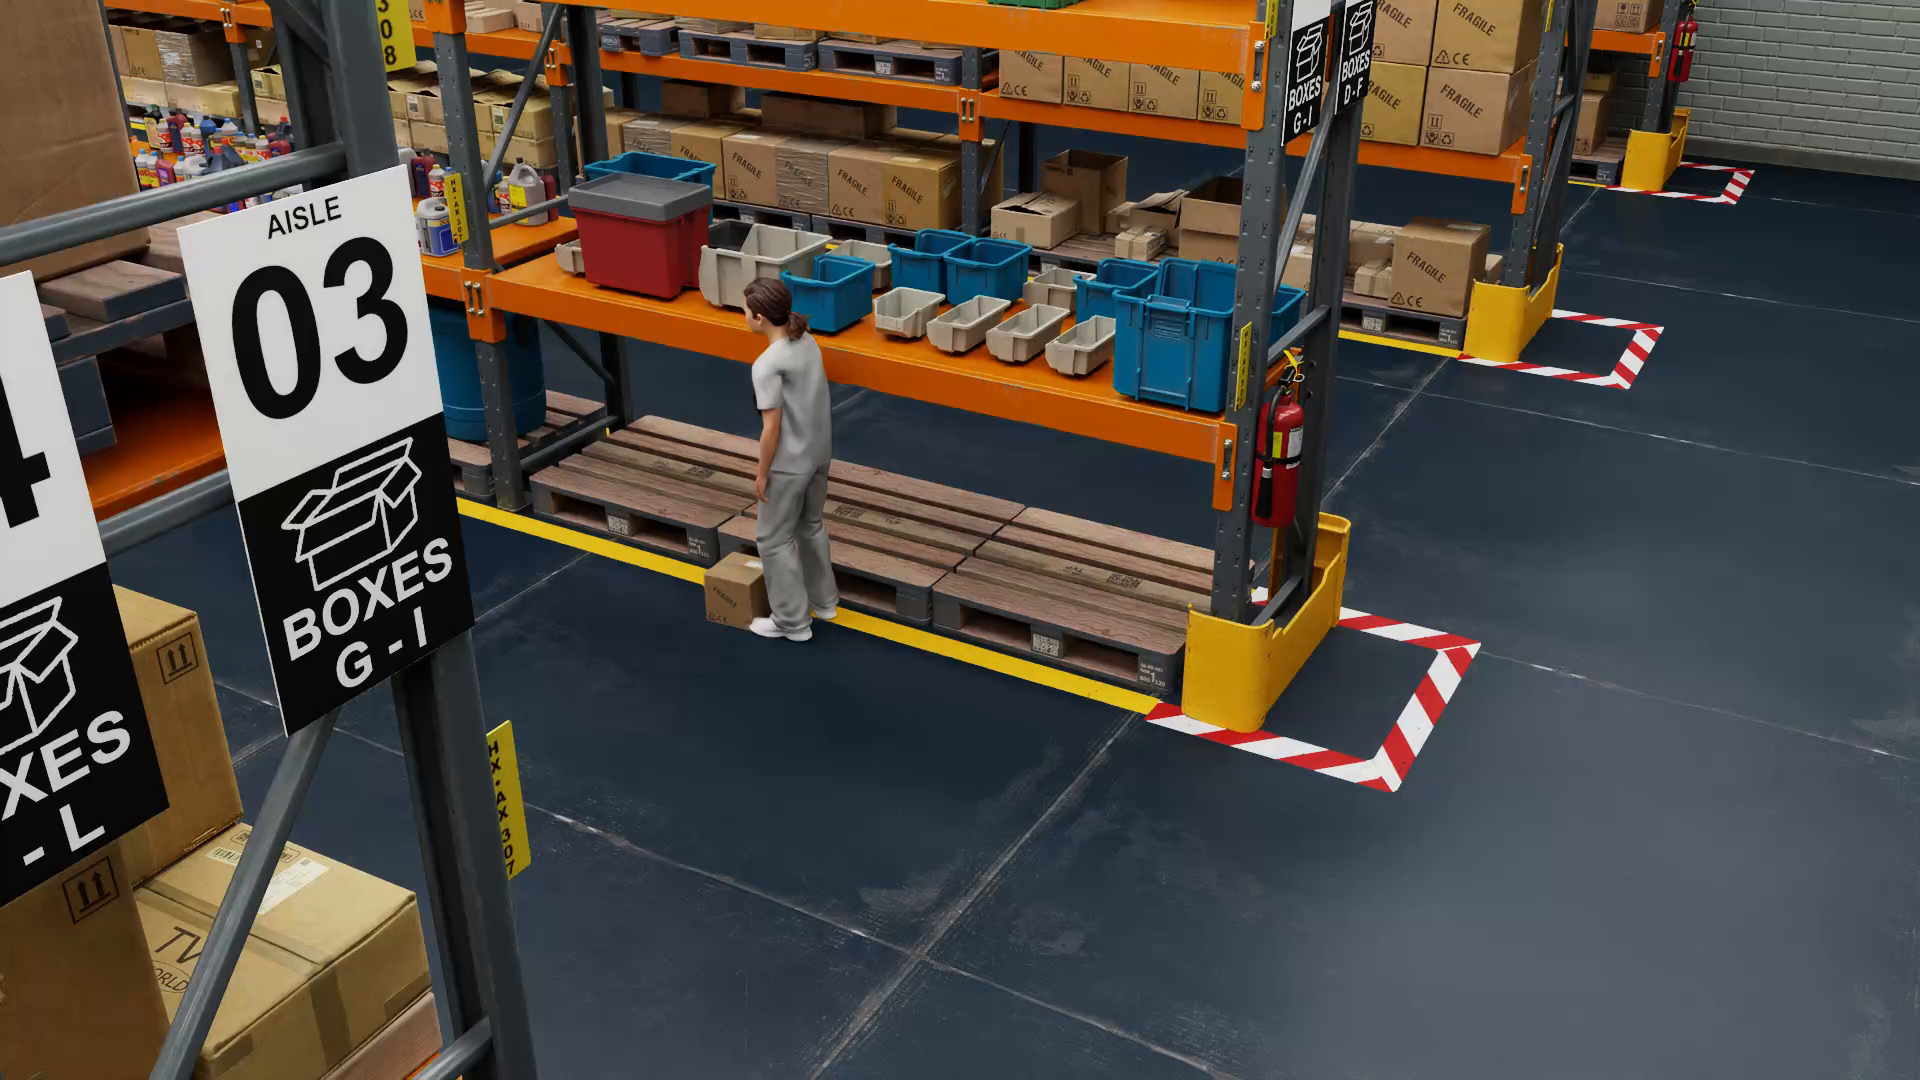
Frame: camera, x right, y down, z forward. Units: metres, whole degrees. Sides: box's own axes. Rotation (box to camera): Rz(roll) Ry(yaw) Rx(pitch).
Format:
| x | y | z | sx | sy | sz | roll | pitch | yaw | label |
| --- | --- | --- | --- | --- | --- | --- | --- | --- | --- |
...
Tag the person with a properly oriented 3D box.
| x | y | z | sx | sy | sz | roll | pitch | yaw | label |
| --- | --- | --- | --- | --- | --- | --- | --- | --- | --- |
| -0.752 | -0.350 | 7.317 | 0.364 | 1.671 | 0.505 | 12 | 29 | 23 | person |
